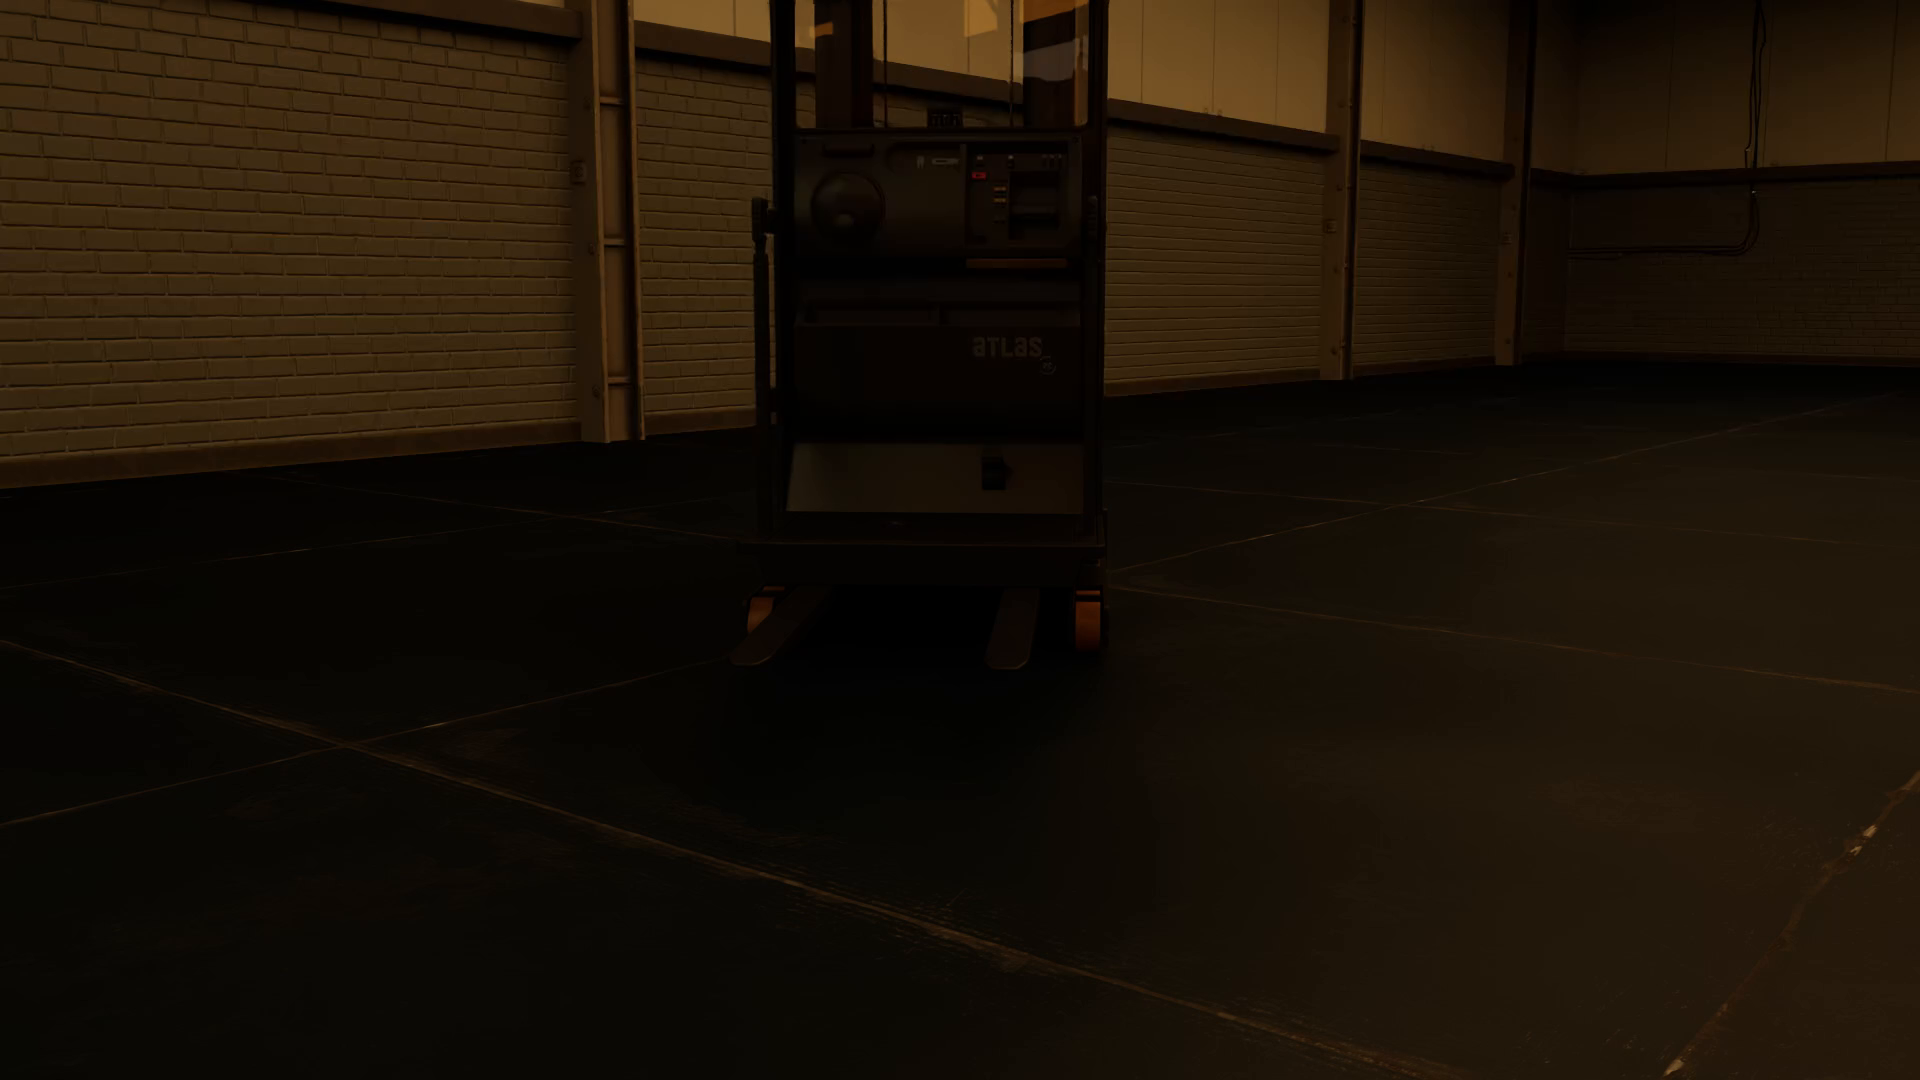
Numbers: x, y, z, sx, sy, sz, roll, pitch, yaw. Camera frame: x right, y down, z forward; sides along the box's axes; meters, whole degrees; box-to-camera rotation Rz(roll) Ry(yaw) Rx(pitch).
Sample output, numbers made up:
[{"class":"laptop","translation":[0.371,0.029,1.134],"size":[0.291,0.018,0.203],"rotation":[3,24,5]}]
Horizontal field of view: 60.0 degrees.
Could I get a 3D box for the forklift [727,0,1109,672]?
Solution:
[{"class":"forklift","translation":[-0.085,-1.154,5.167],"size":[1.130,2.935,3.031],"rotation":[1,8,4]}]
